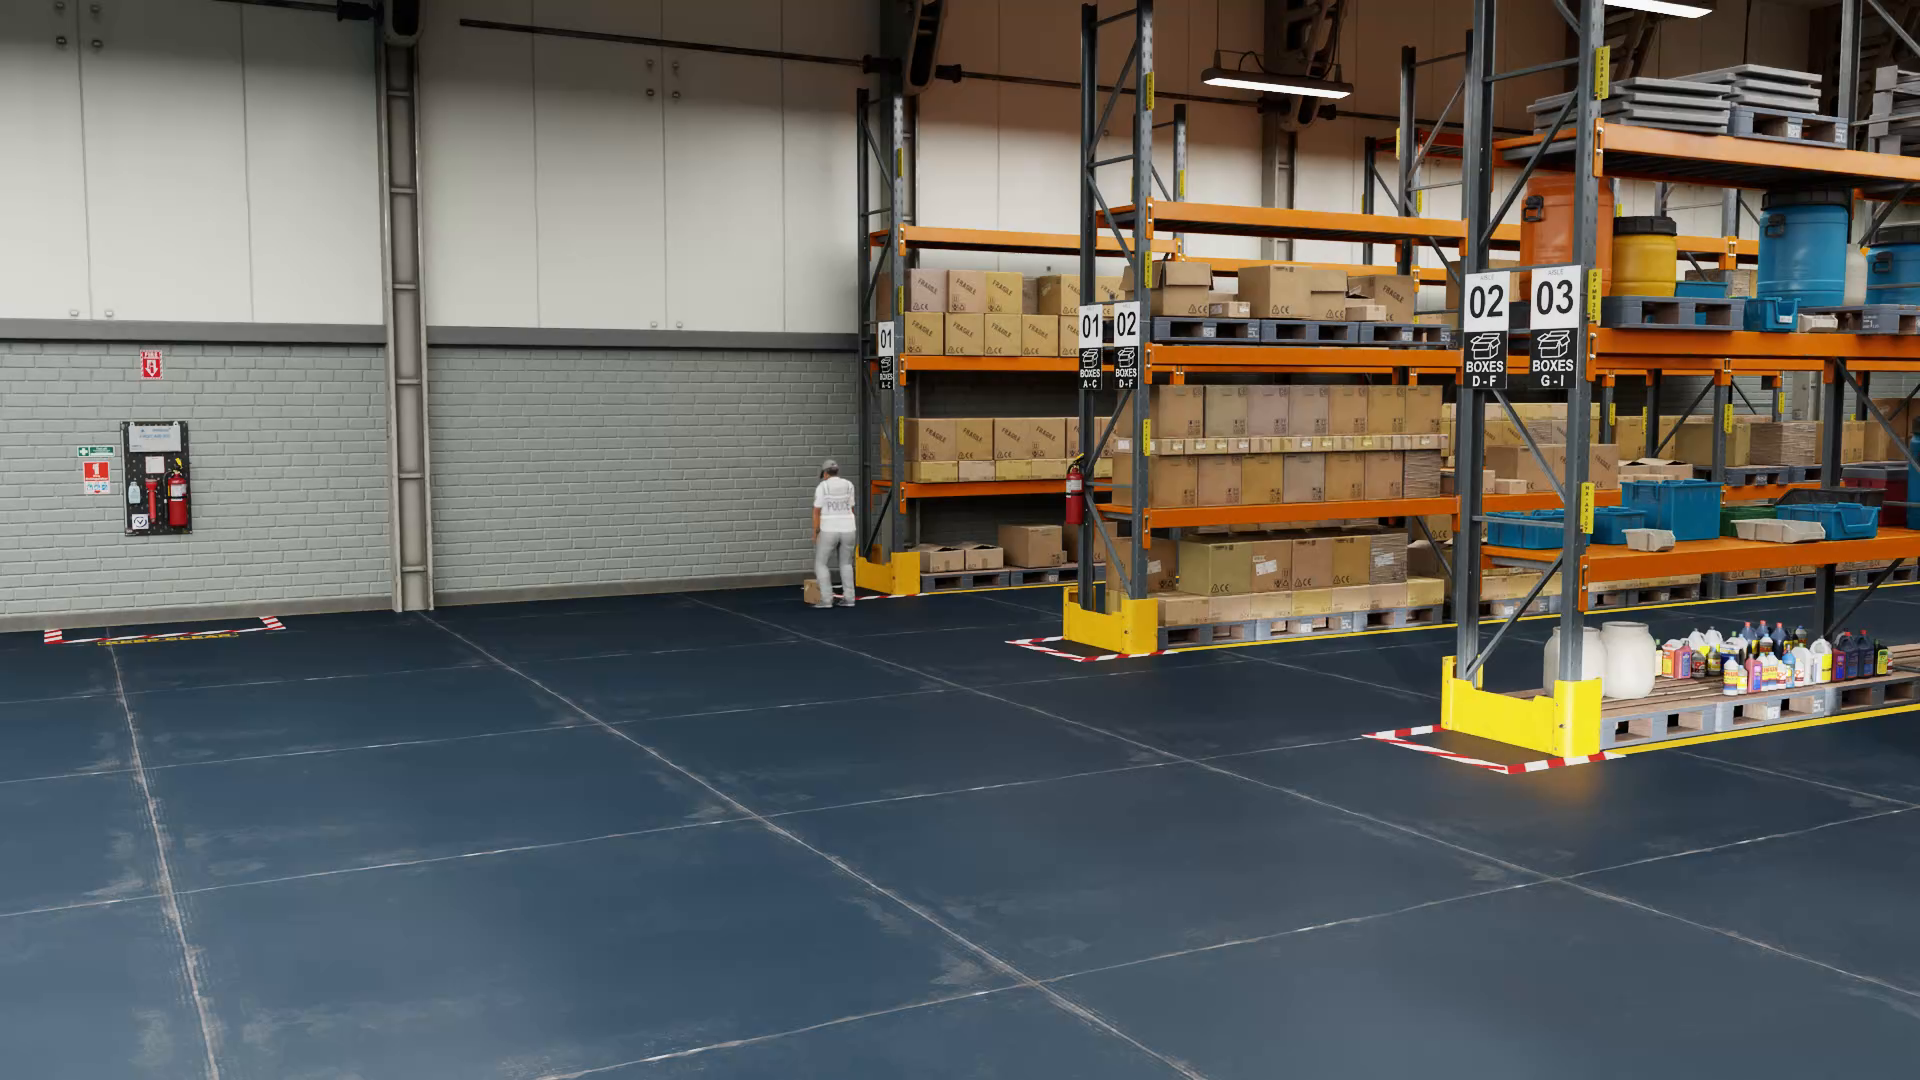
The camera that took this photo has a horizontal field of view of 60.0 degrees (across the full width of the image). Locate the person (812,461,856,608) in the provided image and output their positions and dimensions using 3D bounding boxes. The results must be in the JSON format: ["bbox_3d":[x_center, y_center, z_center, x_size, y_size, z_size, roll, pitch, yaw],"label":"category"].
[{"bbox_3d":[-1.404,-0.060,18.404,0.489,1.633,0.452,-3,6,-27],"label":"person"}]
